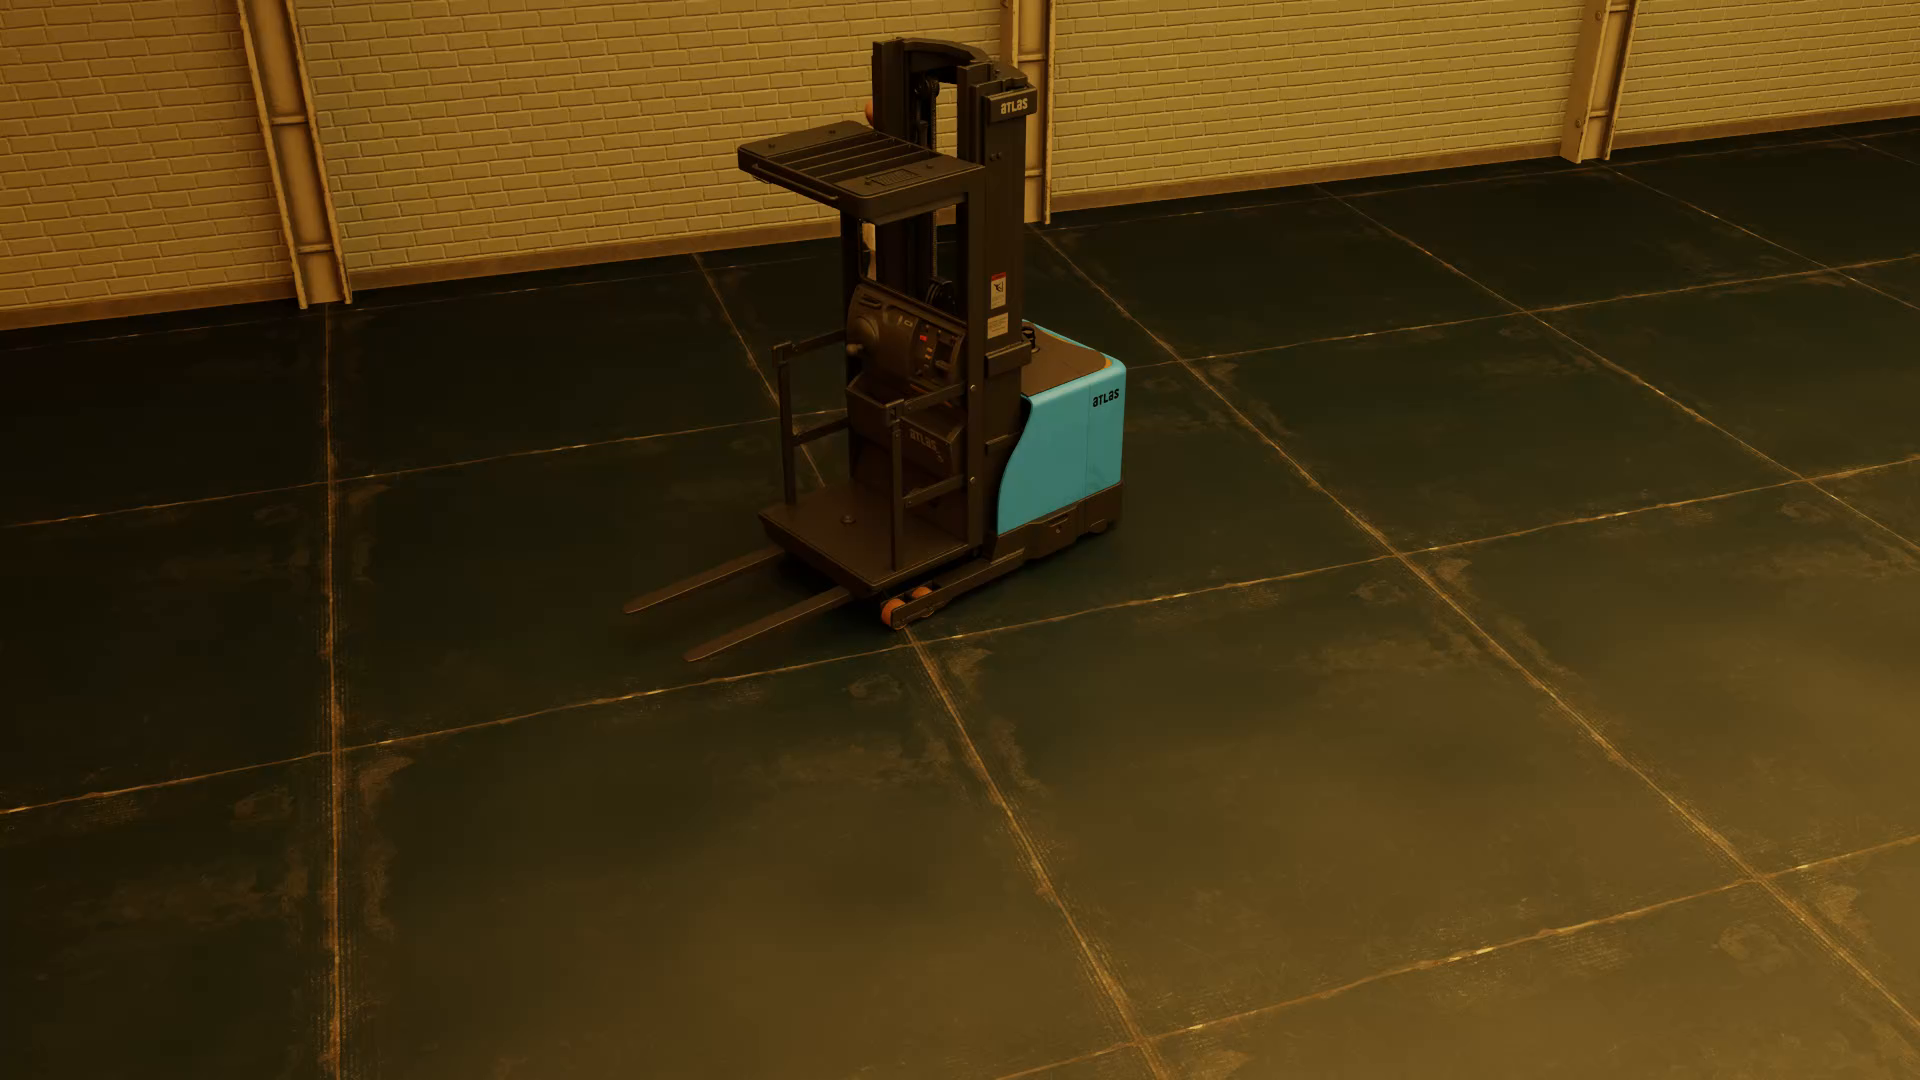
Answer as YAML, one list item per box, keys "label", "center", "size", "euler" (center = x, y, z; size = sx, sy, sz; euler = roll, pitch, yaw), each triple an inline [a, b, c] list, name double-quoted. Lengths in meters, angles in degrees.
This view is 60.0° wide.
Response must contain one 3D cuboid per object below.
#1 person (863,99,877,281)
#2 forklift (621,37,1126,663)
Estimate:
- label: "person"
  center: [-0.521, -2.436, 12.475]
  size: [0.392, 1.782, 0.551]
  euler: [-10, 31, -16]
- label: "forklift"
  center: [-0.461, -1.072, 8.951]
  size: [3.031, 2.935, 1.130]
  euler: [-23, 37, -34]
